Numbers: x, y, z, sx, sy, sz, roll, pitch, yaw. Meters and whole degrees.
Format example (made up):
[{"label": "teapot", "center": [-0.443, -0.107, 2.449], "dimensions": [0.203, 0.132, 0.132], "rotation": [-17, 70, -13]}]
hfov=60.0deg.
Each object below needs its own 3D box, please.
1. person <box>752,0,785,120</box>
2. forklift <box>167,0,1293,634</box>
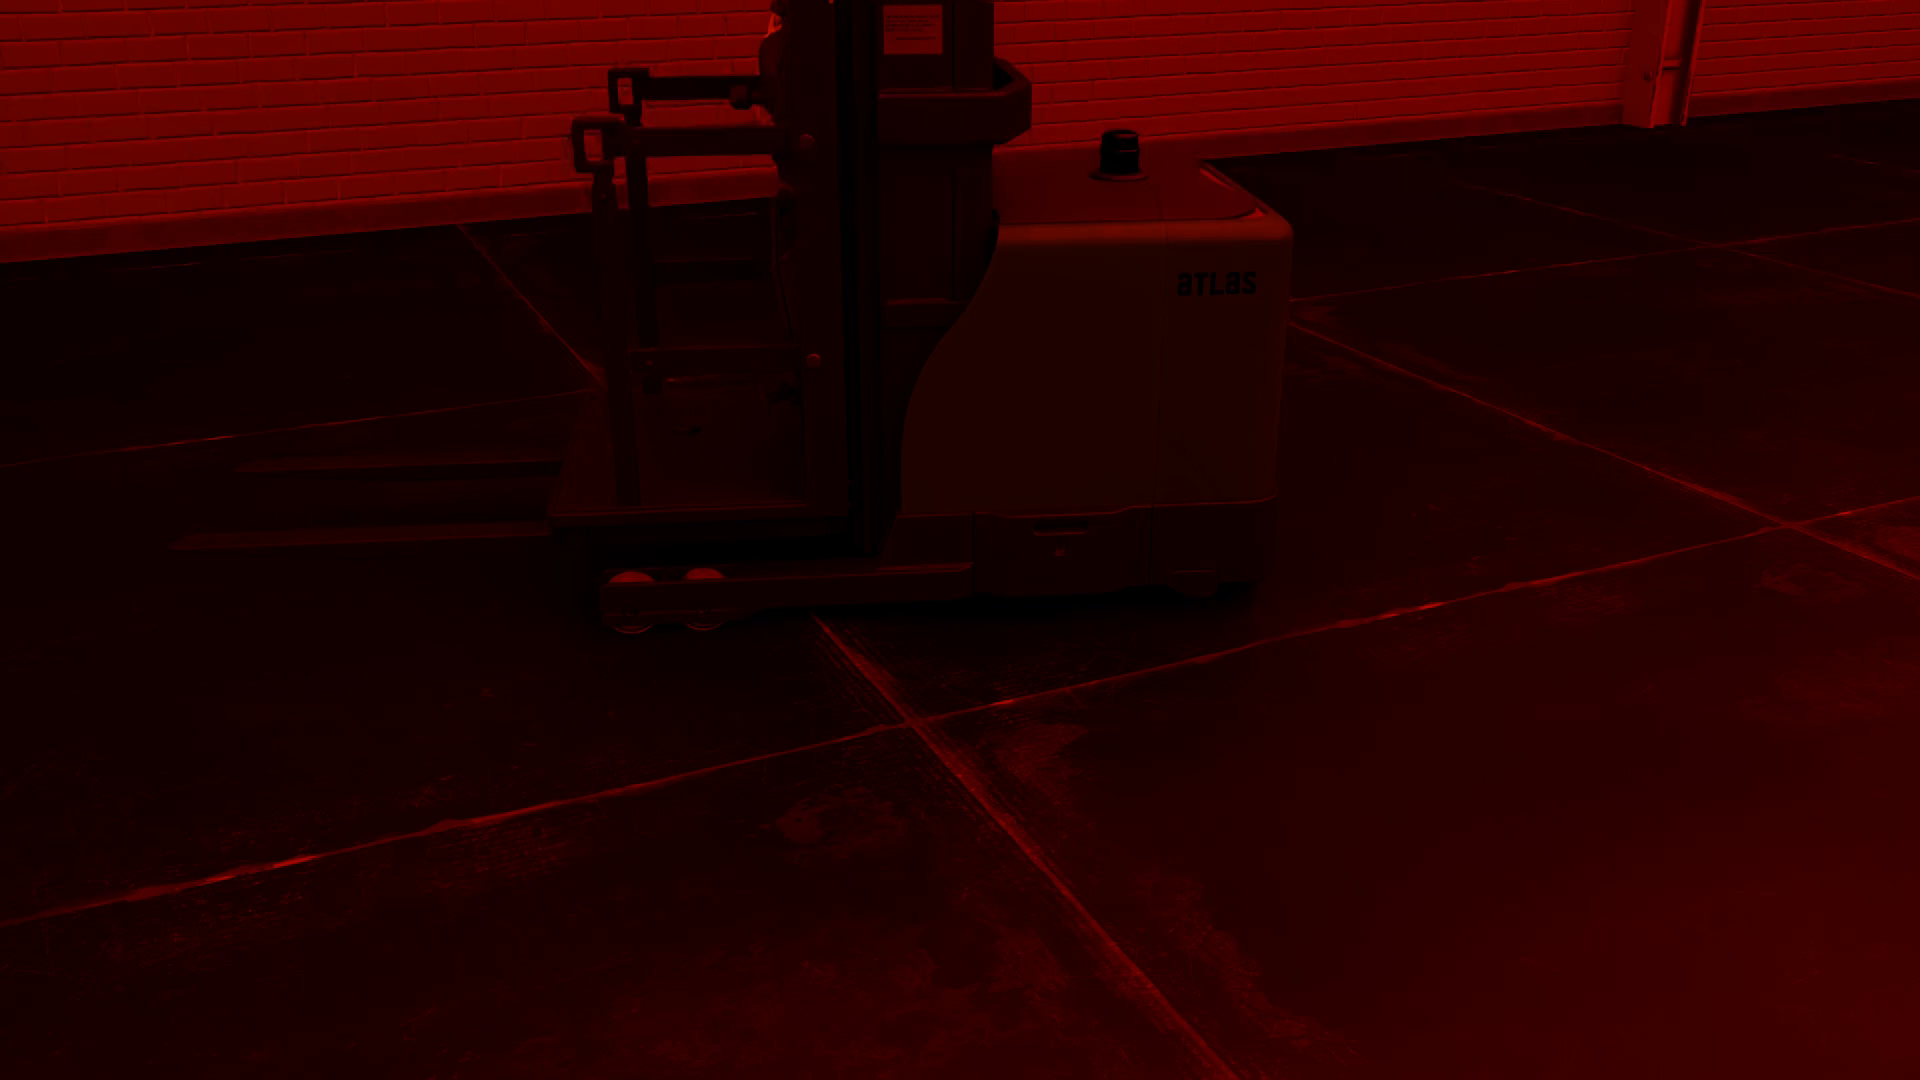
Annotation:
[{"label": "person", "center": [-0.650, -2.178, 8.267], "dimensions": [0.807, 1.638, 0.413], "rotation": [2, 23, 5]}, {"label": "forklift", "center": [-0.663, -1.313, 4.446], "dimensions": [3.031, 2.935, 1.130], "rotation": [-2, 23, -6]}]
